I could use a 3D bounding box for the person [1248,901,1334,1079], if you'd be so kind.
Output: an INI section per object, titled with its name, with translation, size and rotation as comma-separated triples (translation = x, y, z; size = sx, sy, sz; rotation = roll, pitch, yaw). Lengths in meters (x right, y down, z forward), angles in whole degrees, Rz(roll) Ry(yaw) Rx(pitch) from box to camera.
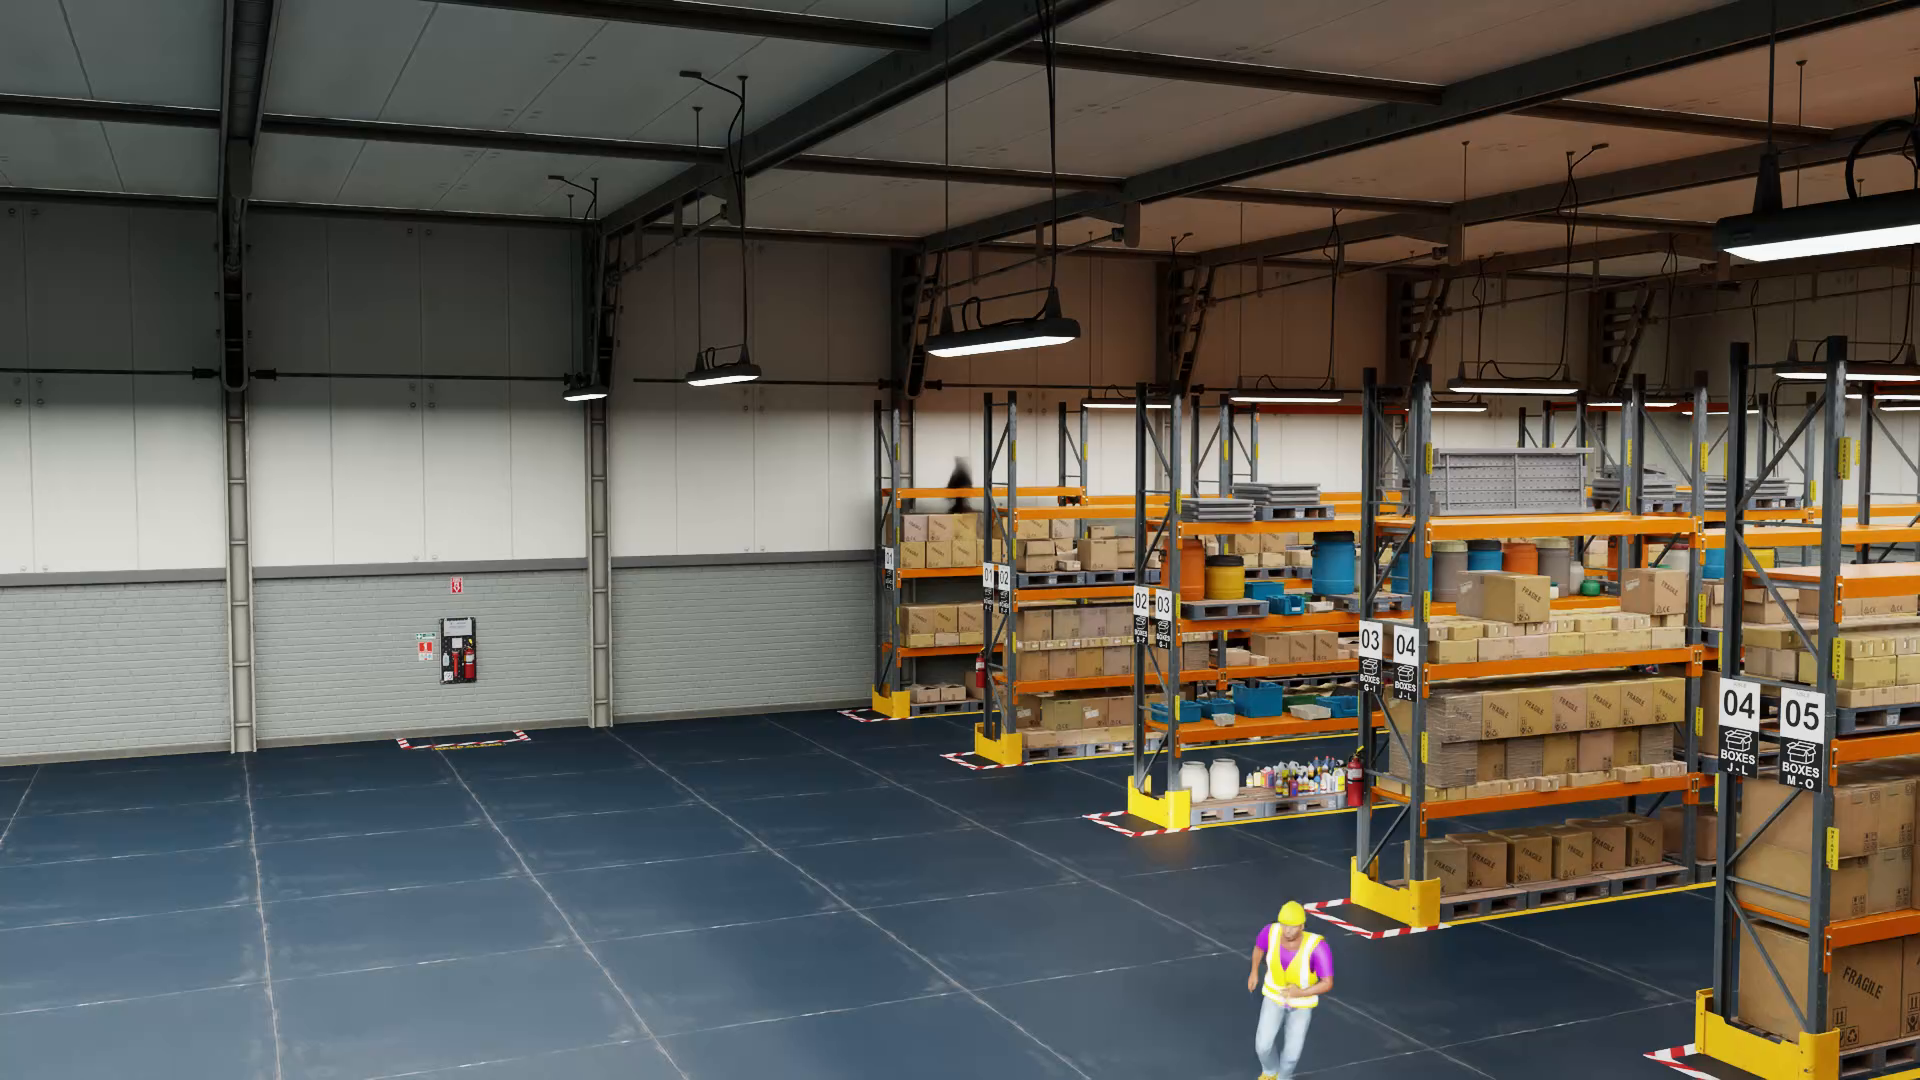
[person]
translation = 2.568, 3.590, 12.986
size = 0.700, 1.637, 0.693
rotation = 1, 3, 18
